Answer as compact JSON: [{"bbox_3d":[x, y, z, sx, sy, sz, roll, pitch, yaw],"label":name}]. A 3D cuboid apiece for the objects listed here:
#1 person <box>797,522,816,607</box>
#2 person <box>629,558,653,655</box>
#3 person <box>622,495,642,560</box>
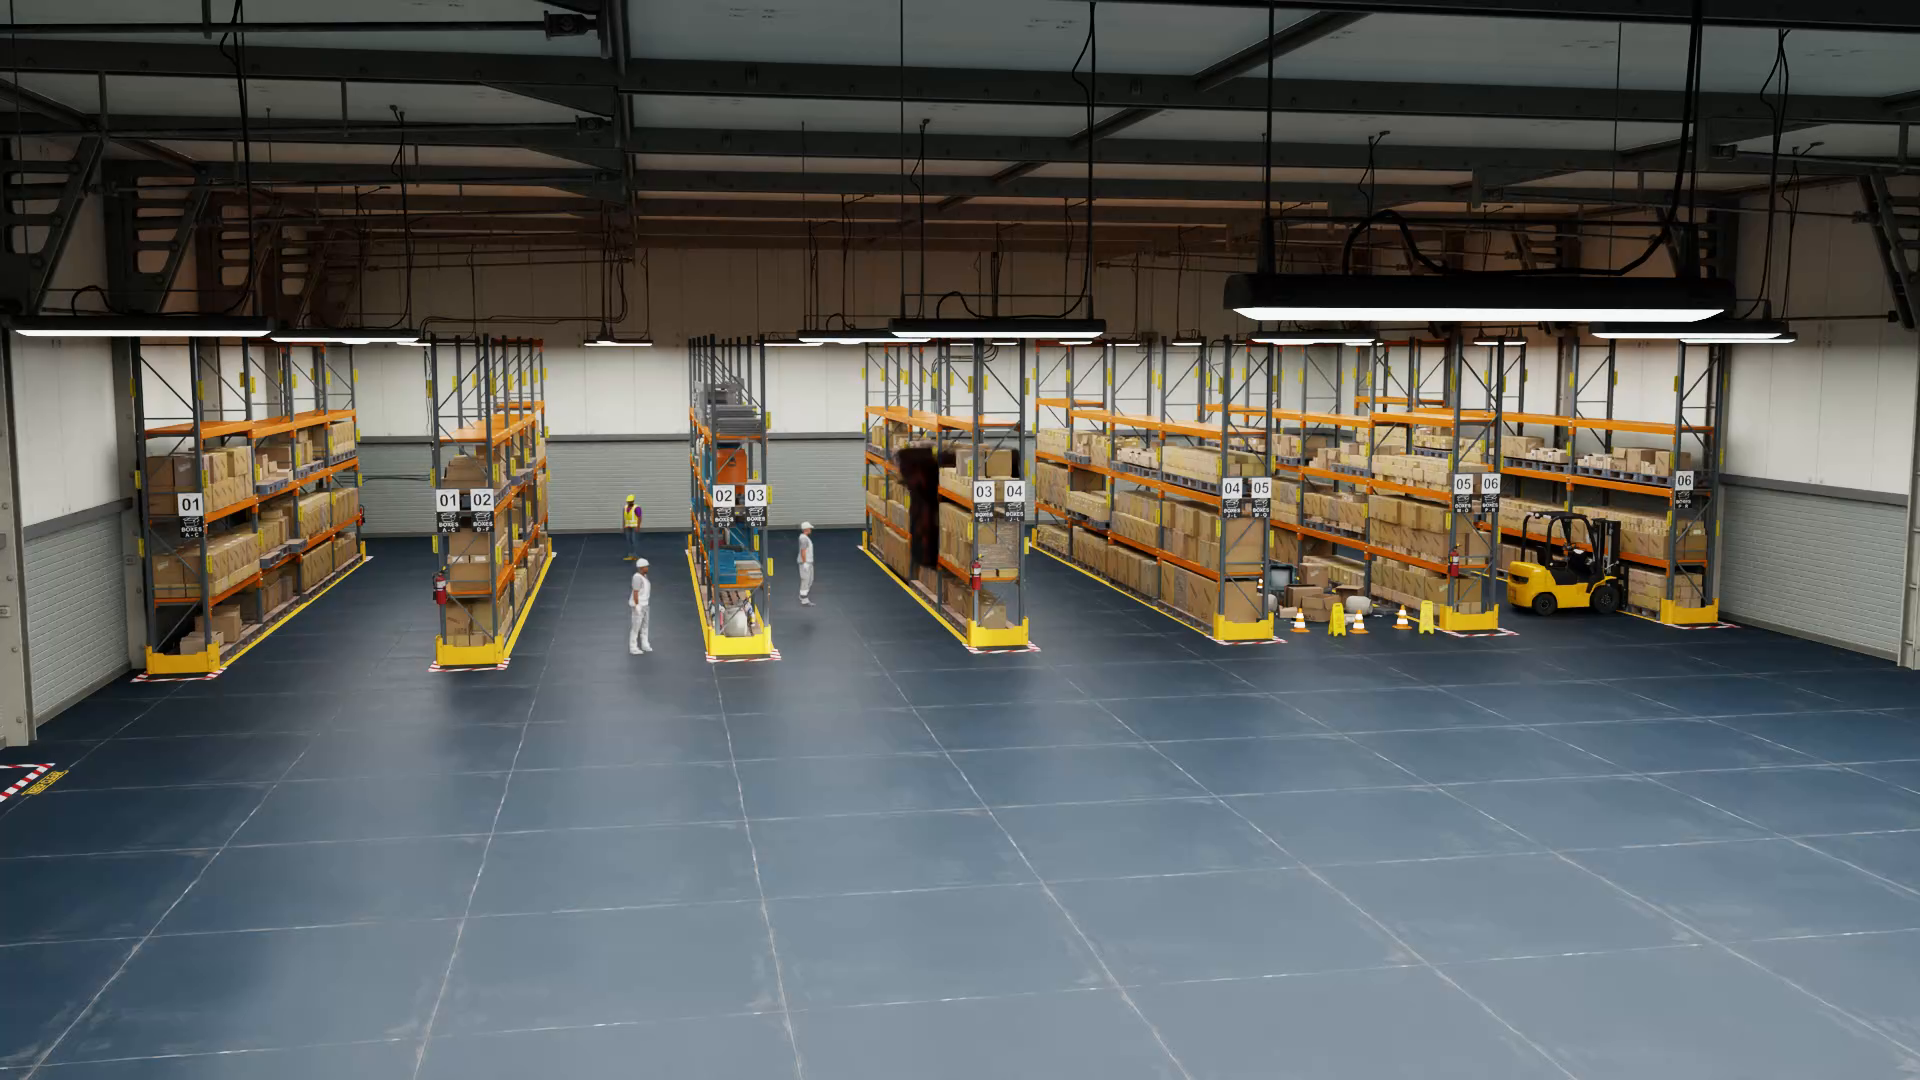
[{"bbox_3d":[-3.267,0.524,35.214,0.492,1.823,0.579,2,7,14],"label":"person"},{"bbox_3d":[-6.035,1.241,31.435,0.412,1.797,0.640,1,7,10],"label":"person"},{"bbox_3d":[-8.940,-0.336,45.187,0.604,1.781,0.421,3,7,27],"label":"person"}]
